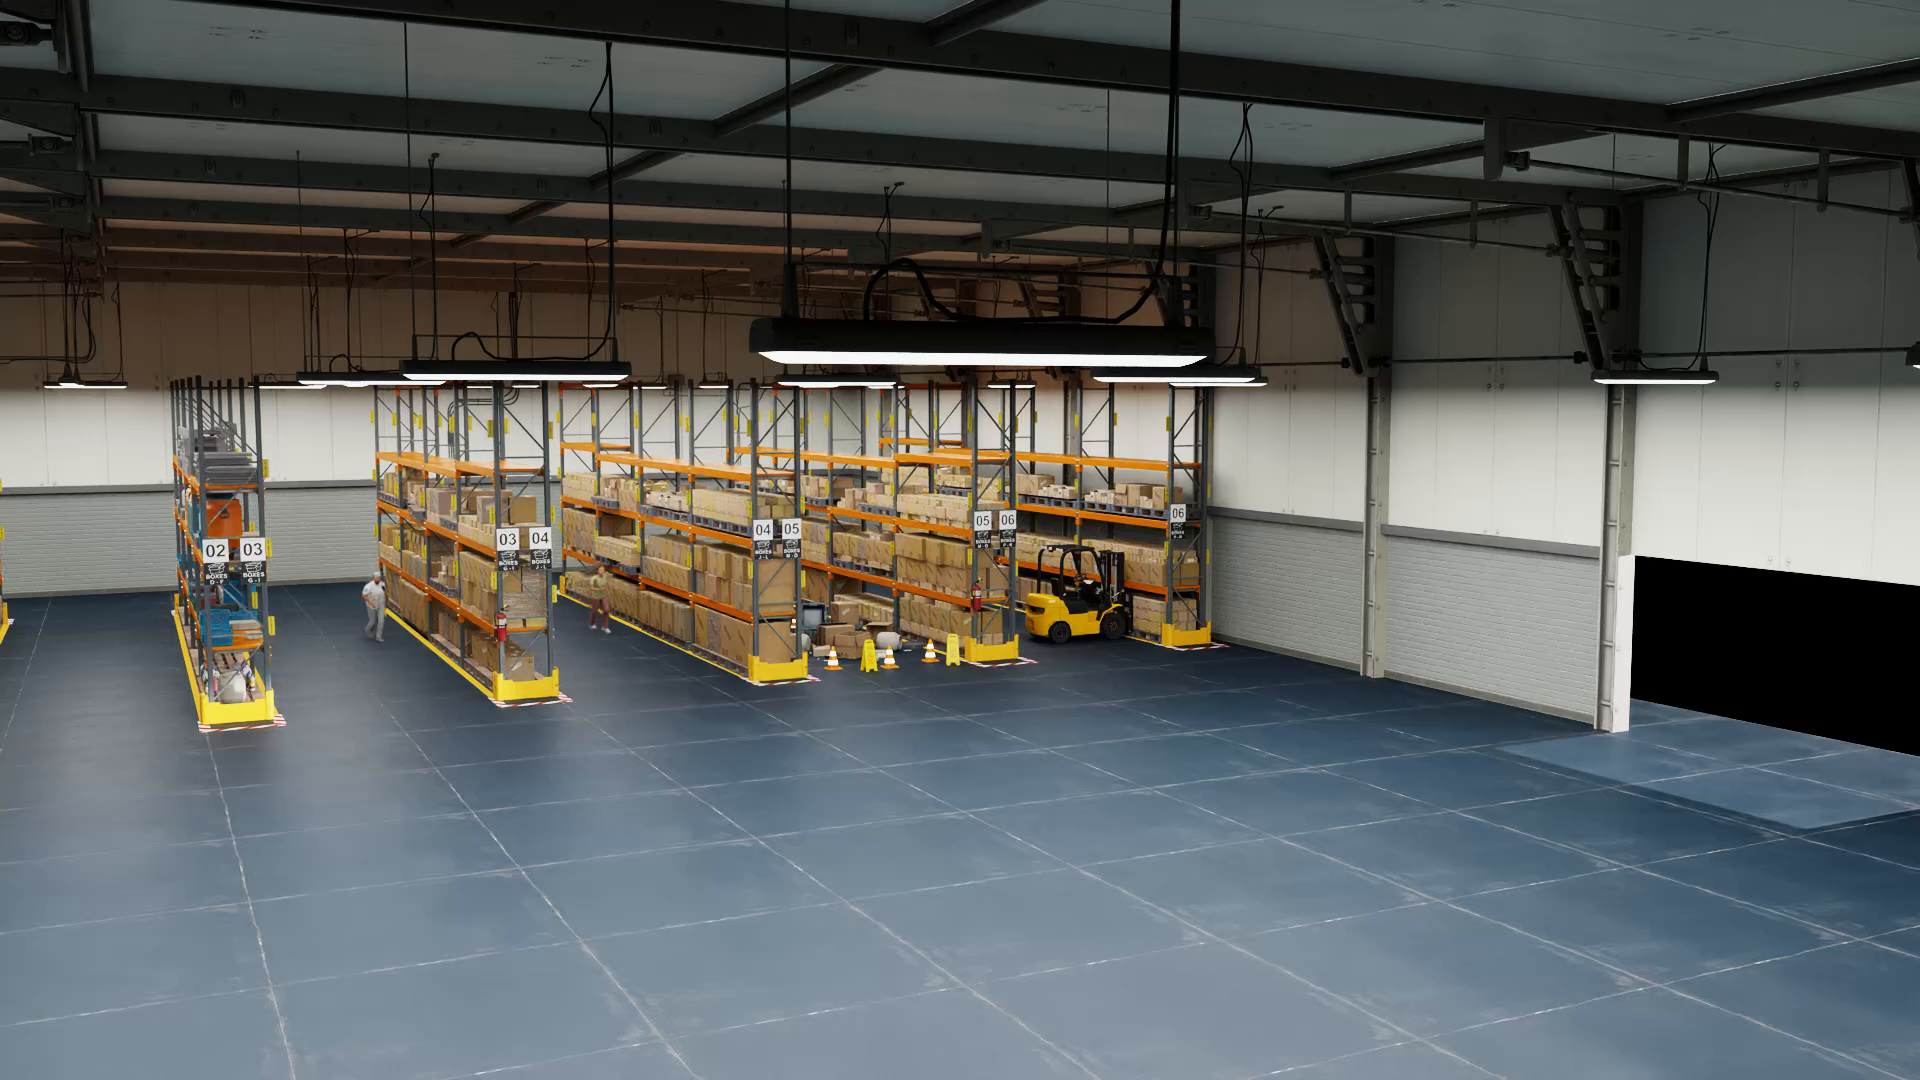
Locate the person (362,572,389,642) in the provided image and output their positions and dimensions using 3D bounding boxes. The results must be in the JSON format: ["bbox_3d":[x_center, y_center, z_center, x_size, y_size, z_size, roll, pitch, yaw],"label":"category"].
[{"bbox_3d":[-13.479,1.524,38.301,0.609,1.617,0.727,-4,6,-37],"label":"person"}]

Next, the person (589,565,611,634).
[{"bbox_3d":[-8.608,1.386,39.619,0.573,1.641,0.941,-3,6,-33],"label":"person"}]
